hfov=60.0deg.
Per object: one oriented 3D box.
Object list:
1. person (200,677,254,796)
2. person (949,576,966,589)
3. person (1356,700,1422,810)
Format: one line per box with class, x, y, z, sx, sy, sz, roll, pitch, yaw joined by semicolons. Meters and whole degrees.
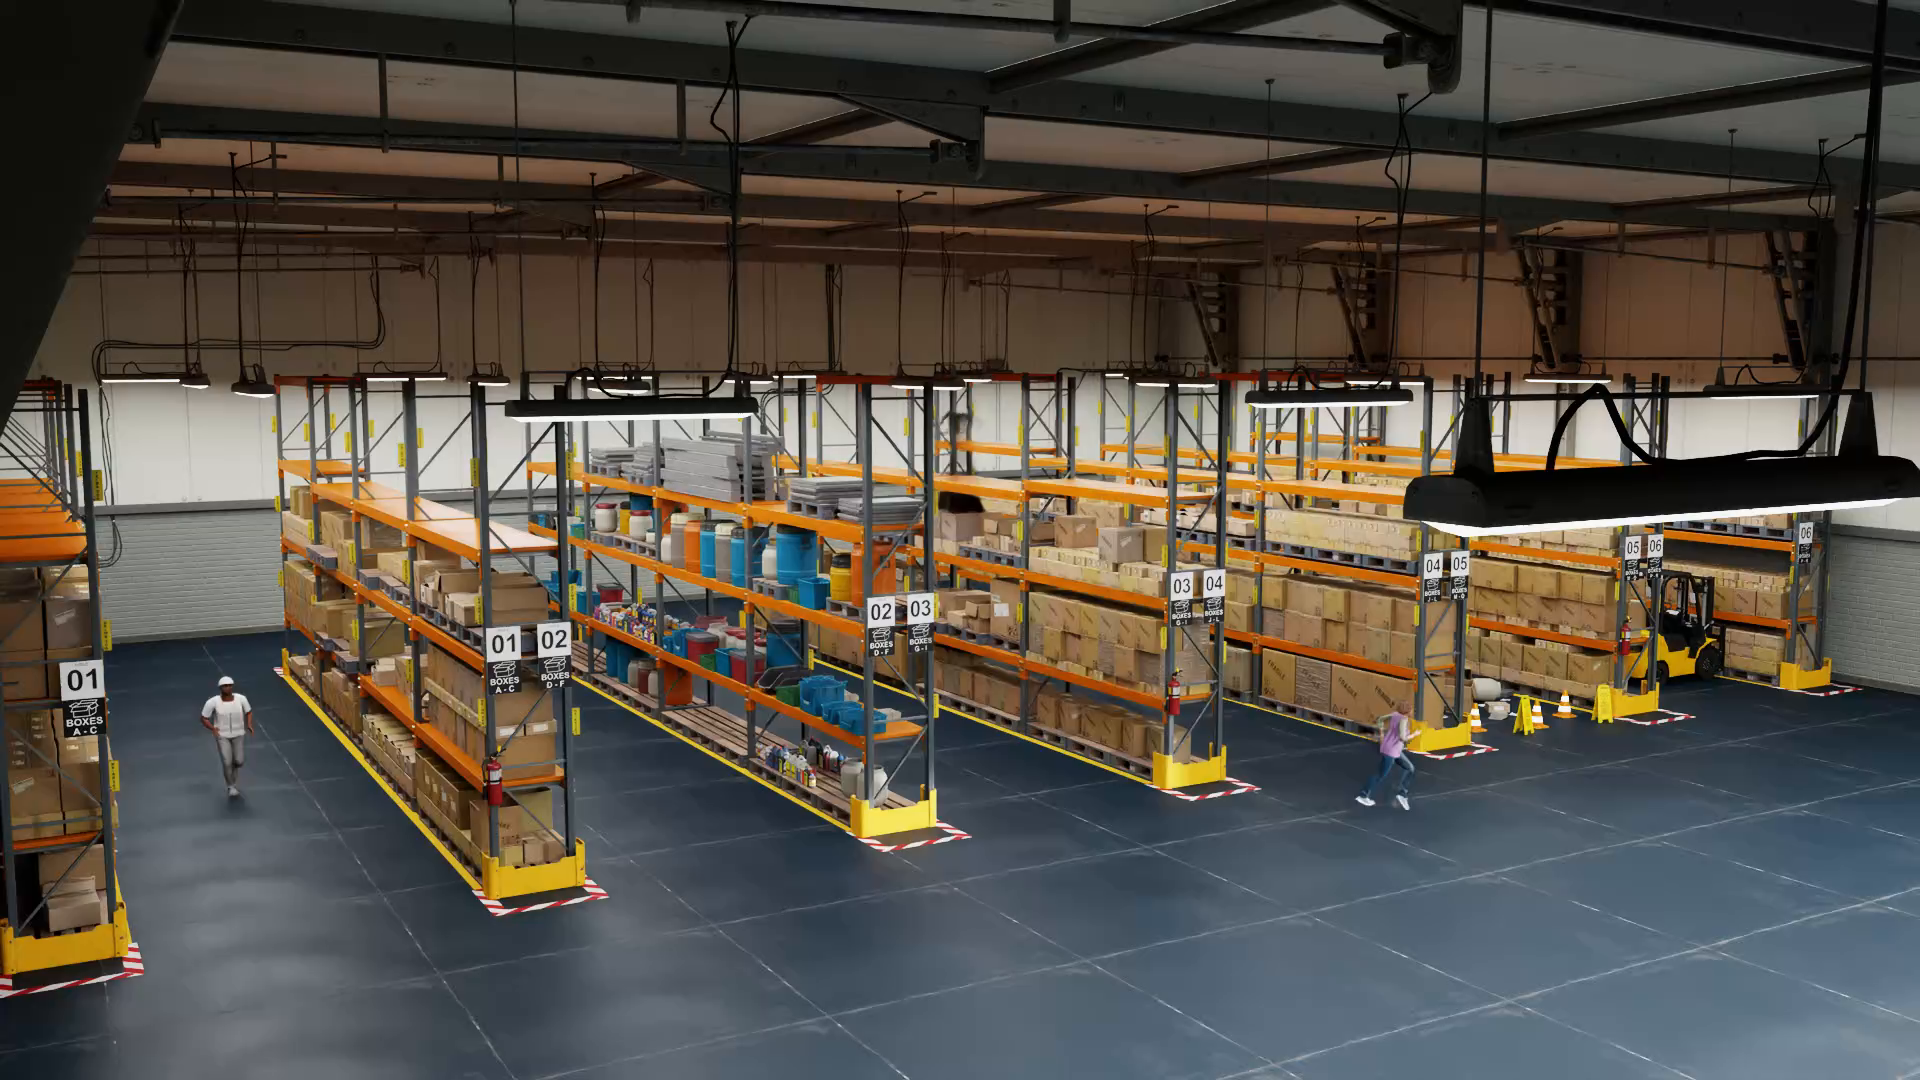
person;-10.668;2.835;24.232;0.702;1.726;0.598;-4;8;-35
person;-0.005;0.886;42.143;0.595;1.677;0.660;-5;8;-38
person;5.995;3.013;23.245;0.868;1.579;0.527;1;6;10
